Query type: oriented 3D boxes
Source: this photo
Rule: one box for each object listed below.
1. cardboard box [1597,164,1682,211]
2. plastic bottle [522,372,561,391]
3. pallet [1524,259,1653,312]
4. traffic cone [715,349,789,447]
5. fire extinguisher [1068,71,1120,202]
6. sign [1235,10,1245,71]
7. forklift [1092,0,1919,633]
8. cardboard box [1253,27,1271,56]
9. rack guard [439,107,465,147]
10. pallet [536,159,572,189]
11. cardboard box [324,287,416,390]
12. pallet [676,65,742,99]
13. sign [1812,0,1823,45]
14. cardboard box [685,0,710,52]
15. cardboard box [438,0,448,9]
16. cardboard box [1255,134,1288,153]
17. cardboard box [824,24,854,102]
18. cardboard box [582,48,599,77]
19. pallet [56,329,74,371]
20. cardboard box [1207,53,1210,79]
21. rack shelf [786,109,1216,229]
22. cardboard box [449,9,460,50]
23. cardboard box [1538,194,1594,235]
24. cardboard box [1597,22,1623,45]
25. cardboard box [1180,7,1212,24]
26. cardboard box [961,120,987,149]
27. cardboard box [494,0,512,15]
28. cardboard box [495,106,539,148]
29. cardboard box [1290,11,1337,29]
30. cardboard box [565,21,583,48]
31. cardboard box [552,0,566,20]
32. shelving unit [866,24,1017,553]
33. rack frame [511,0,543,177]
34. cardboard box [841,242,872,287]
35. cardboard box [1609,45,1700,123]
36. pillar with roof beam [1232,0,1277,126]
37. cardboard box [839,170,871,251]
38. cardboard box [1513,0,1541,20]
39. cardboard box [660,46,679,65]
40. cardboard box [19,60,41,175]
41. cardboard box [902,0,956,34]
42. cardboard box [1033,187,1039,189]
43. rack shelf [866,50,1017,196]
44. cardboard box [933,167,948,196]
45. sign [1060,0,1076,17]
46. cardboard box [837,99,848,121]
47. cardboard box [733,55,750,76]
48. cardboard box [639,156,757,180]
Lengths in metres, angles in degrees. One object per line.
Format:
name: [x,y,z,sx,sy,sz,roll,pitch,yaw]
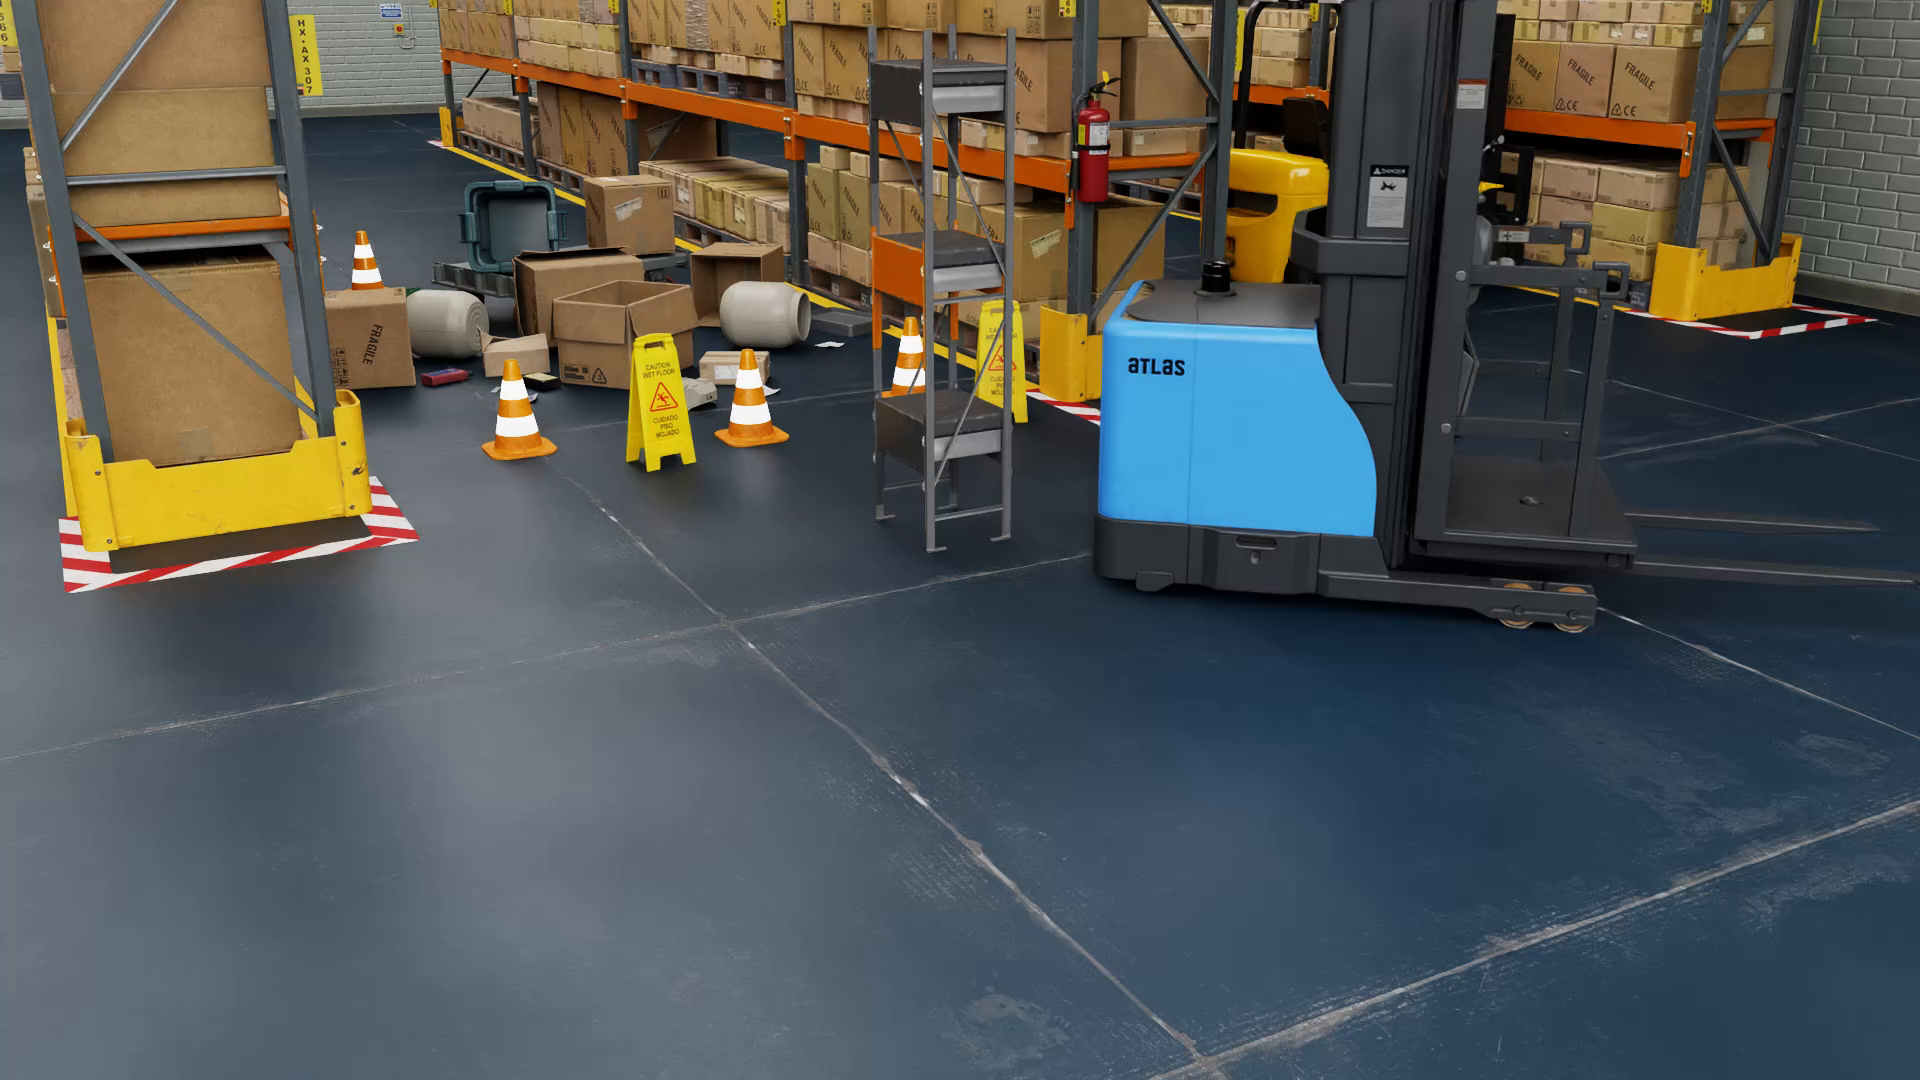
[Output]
cardboard box: [4.941,-2.527,11.896,0.500,0.250,0.500,-9,21,-25]
plastic bottle: [-2.474,-0.932,9.740,0.283,0.061,0.133,16,25,39]
pallet: [5.034,-1.967,12.508,1.003,0.211,1.213,-10,21,-27]
traffic cone: [-1.087,-0.757,8.616,0.336,0.463,0.334,-10,21,-27]
fire extinguisher: [0.716,-2.161,8.915,0.296,0.674,0.183,-10,21,-27]
sign: [1.545,-2.796,9.307,0.100,0.325,0.005,-10,21,-27]
forklift: [2.096,-1.234,6.213,3.031,2.935,1.130,4,19,12]
cardboard box: [2.826,-4.634,15.425,0.500,0.250,0.500,-11,22,-28]
rack guard: [-6.542,-5.721,22.943,1.175,0.500,0.348,-10,21,-27]
pallet: [-4.198,-4.219,19.035,1.003,0.211,1.213,-10,21,-27]
cardboard box: [-3.500,-1.188,9.803,0.500,0.500,0.500,-6,20,-17]
pallet: [-1.755,-3.946,14.263,1.003,0.211,1.213,-10,21,-27]
sign: [5.925,-3.603,11.526,0.100,0.325,0.005,-10,21,-27]
cardboard box: [-1.979,-4.375,13.960,0.500,0.500,0.500,-11,22,-29]
cardboard box: [-6.553,-7.233,21.809,0.500,0.500,0.500,-11,22,-28]
cardboard box: [3.277,-3.444,15.512,0.875,0.625,0.625,-9,21,-24]
cardboard box: [-0.610,-3.328,11.569,0.500,0.500,0.500,-10,21,-27]
cardboard box: [-3.457,-4.777,16.607,0.500,0.250,0.500,-10,21,-26]
pallet: [-4.848,-1.106,10.014,1.003,0.211,1.213,-10,21,-27]
cardboard box: [2.613,-4.544,15.933,0.500,0.250,0.500,-10,21,-26]
rack shelf: [0.118,-2.536,10.986,1.077,0.370,4.000,-10,21,-27]
cardboard box: [-6.290,-6.619,21.563,0.500,0.500,0.500,-10,22,-27]
cardboard box: [4.699,-2.444,12.421,0.500,0.250,0.500,-10,22,-27]
cardboard box: [4.806,-3.635,11.919,0.380,0.149,0.250,-10,21,-26]
cardboard box: [2.350,-5.064,16.062,0.380,0.149,0.250,-11,22,-28]
cardboard box: [0.232,-2.459,10.045,0.380,0.149,0.250,-10,21,-26]
cardboard box: [-5.098,-6.360,19.277,0.500,0.500,0.500,-10,21,-27]
cardboard box: [-5.260,-5.188,20.852,0.875,0.438,0.875,-11,22,-28]
cardboard box: [3.177,-4.638,14.826,0.380,0.149,0.250,-9,21,-25]
cardboard box: [-3.693,-5.154,16.934,0.500,0.250,0.500,-11,22,-28]
cardboard box: [-3.922,-5.663,17.257,0.500,0.500,0.500,-10,22,-28]
shelving unit: [-0.079,-1.040,6.927,0.431,2.100,0.503,-10,21,-27]
rack frame: [-4.631,-5.747,19.188,1.000,3.000,0.127,-10,21,-27]
cardboard box: [-0.526,-1.987,11.861,0.500,0.250,0.500,-9,21,-24]
cardboard box: [4.969,-3.220,11.711,0.500,0.500,0.500,-11,22,-28]
pillar with roof beam: [-0.741,-7.303,14.500,9.100,9.000,0.400,-10,21,-27]
cardboard box: [-0.525,-2.341,11.738,0.500,0.500,0.500,-9,21,-24]
cardboard box: [4.384,-3.988,12.486,0.380,0.149,0.250,-10,21,-26]
cardboard box: [-2.434,-4.302,14.742,0.380,0.149,0.250,-10,21,-26]
cardboard box: [-4.521,-2.294,8.951,0.875,0.550,0.550,-10,21,-27]
cardboard box: [0.066,-3.353,10.106,0.700,0.500,0.500,-10,22,-27]
cardboard box: [0.433,-2.131,11.131,0.500,0.500,0.500,-10,21,-26]
rack shelf: [-0.079,-1.689,6.703,0.431,0.518,0.480,-10,21,-27]
cardboard box: [-0.016,-2.295,10.612,0.380,0.149,0.250,-9,21,-24]
sign: [0.569,-2.919,8.732,0.100,0.325,0.005,-10,21,-27]
cardboard box: [-0.646,-3.056,11.773,0.380,0.149,0.250,-10,21,-27]
cardboard box: [-1.583,-3.782,13.235,0.380,0.149,0.250,-10,22,-28]
cardboard box: [-2.472,-3.391,15.746,0.950,0.372,0.625,-12,22,-30]
